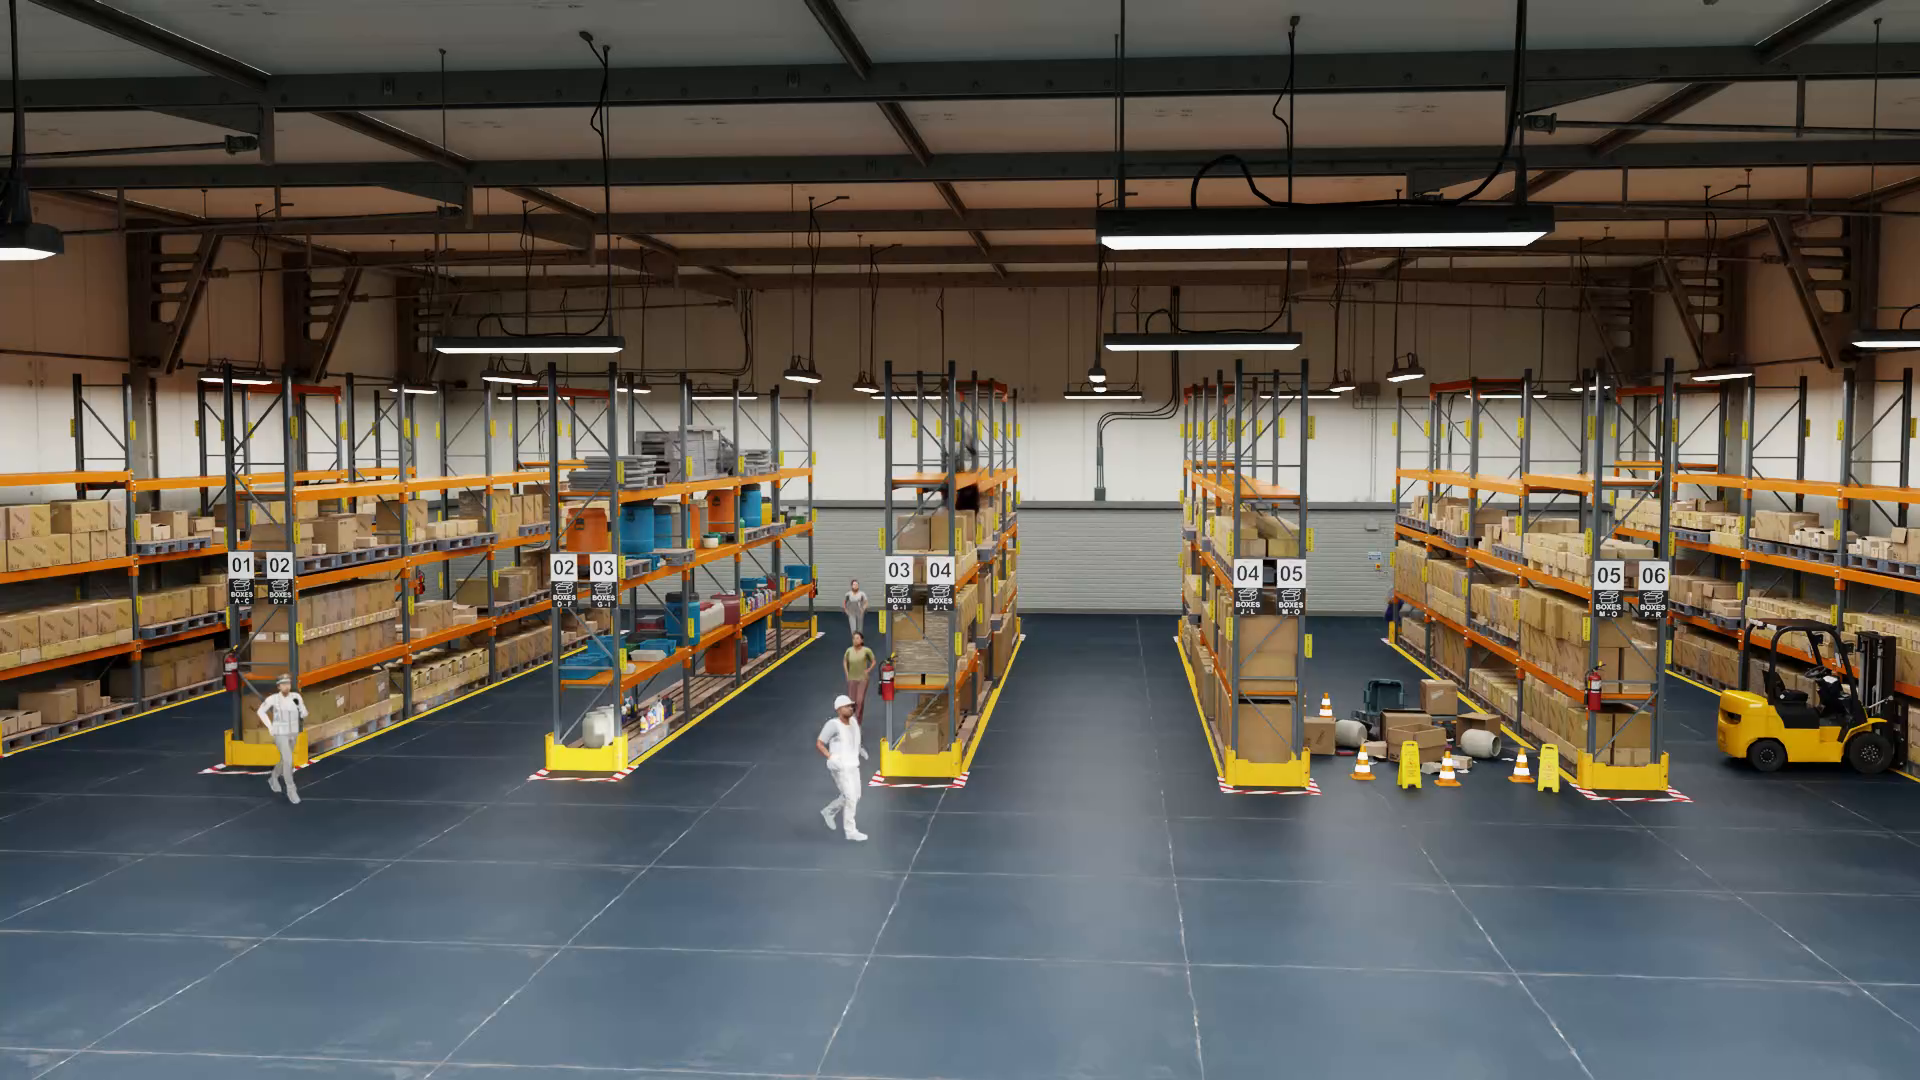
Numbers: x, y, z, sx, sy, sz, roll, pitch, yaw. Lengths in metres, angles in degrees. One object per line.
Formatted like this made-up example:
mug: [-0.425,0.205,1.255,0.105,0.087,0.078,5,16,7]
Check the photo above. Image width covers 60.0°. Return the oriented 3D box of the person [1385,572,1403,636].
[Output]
person: [10.642,1.572,40.417,0.592,1.596,0.603,1,4,20]

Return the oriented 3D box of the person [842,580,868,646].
person: [-2.366,1.715,37.525,0.581,1.648,0.696,0,4,-4]

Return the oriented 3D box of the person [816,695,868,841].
person: [-1.438,2.782,20.407,0.751,1.761,0.712,2,4,32]

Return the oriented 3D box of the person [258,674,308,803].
person: [-9.182,2.668,22.661,0.840,1.736,0.590,3,5,39]

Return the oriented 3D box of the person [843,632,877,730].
person: [-1.688,2.357,27.955,0.574,1.639,0.585,0,4,6]
